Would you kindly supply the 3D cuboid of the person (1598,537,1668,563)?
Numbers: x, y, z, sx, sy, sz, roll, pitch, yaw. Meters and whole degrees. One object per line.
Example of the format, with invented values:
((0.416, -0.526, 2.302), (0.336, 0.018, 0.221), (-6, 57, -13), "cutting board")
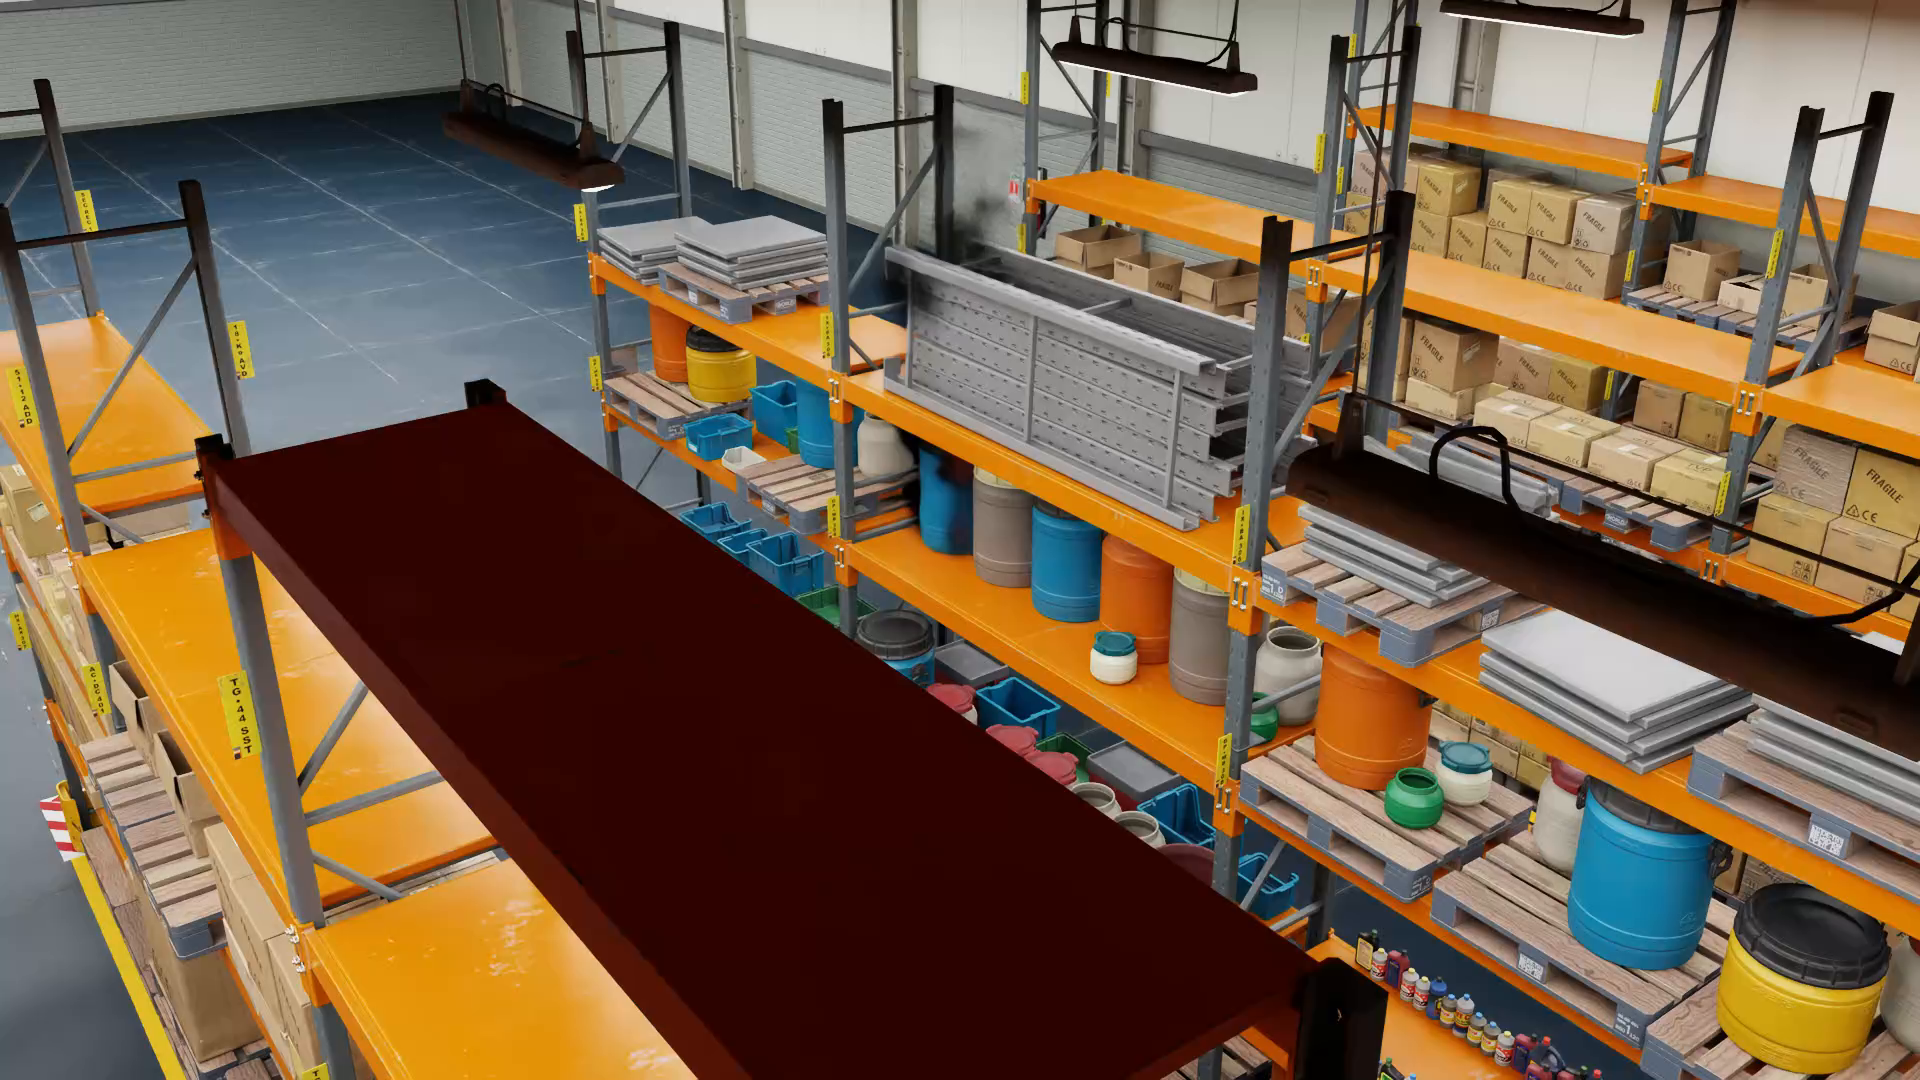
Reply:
((6.406, 0.410, 15.902), (0.680, 1.779, 0.985), (-23, 33, -40), "person")
